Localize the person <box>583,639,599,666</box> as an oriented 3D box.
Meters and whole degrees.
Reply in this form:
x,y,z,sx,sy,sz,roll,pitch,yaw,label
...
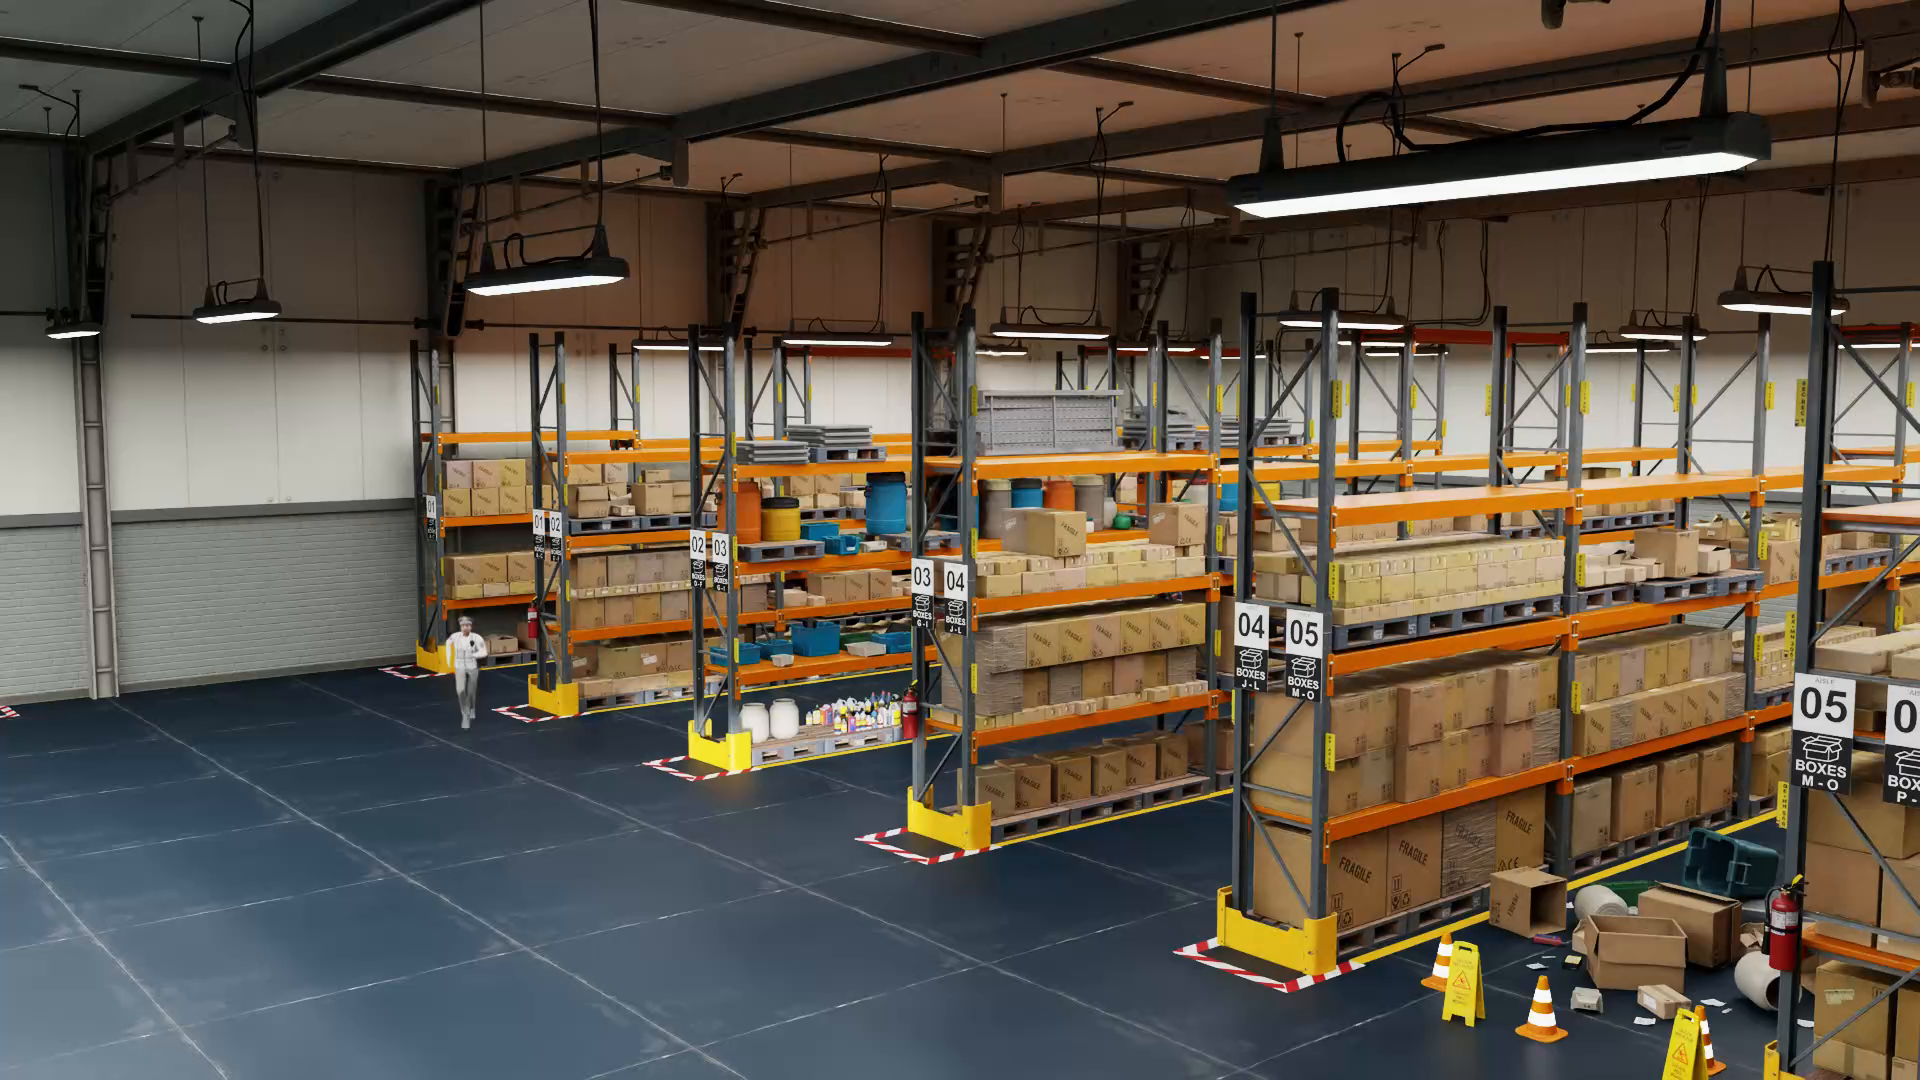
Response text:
x,y,z,sx,sy,sz,roll,pitch,yaw,label
-6.364,1.637,28.734,0.762,1.824,0.672,-4,7,-38,person

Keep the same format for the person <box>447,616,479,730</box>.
x,y,z,sx,sy,sz,roll,pitch,yaw,label
-7.549,1.993,25.309,0.516,1.726,0.827,-1,5,-9,person
